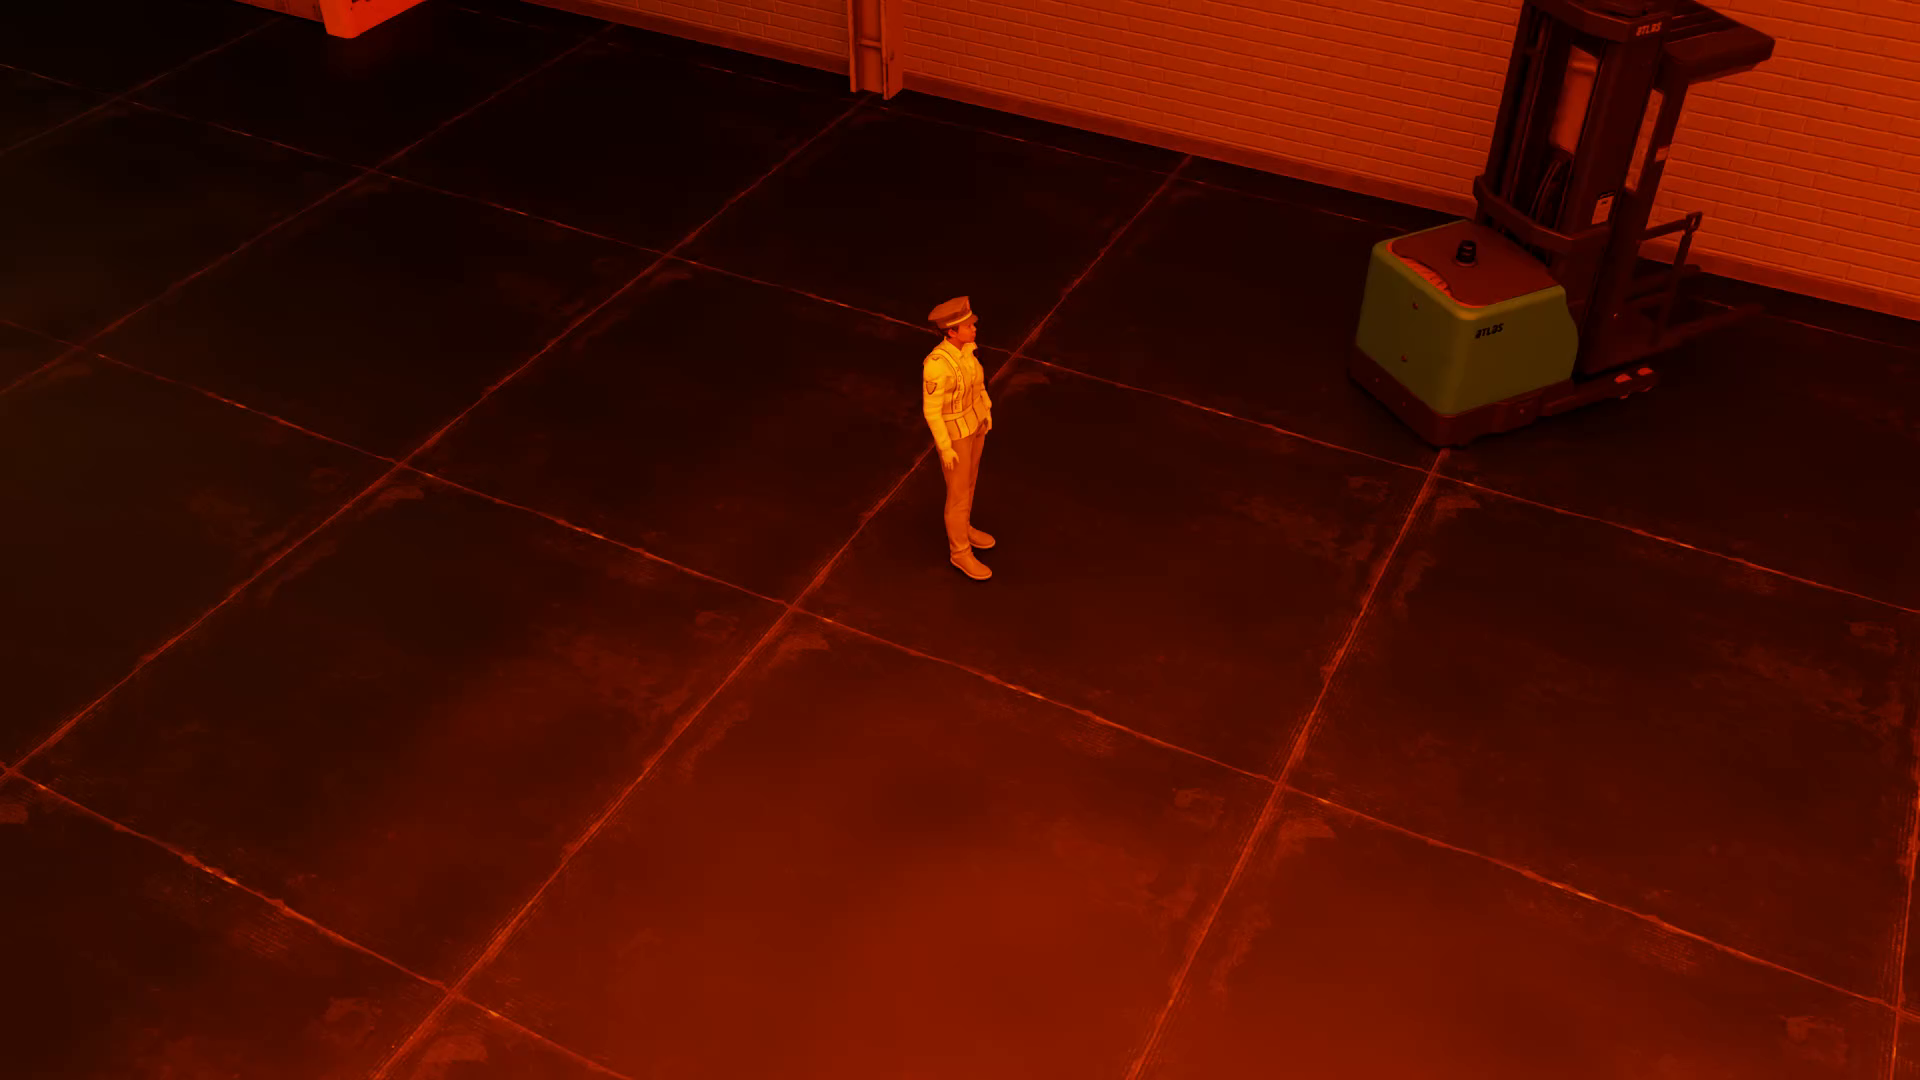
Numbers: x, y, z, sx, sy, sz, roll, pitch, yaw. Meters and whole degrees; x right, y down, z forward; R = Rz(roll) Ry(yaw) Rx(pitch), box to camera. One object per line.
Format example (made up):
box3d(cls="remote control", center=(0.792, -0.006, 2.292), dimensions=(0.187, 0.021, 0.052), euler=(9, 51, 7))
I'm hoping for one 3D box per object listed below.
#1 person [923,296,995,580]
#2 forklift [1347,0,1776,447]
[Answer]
box3d(cls="person", center=(0.058, -0.630, 9.683), dimensions=(0.531, 1.695, 0.587), euler=(18, 43, 21))
box3d(cls="forklift", center=(4.246, -2.380, 10.812), dimensions=(3.031, 2.935, 1.130), euler=(-17, 43, -19))
